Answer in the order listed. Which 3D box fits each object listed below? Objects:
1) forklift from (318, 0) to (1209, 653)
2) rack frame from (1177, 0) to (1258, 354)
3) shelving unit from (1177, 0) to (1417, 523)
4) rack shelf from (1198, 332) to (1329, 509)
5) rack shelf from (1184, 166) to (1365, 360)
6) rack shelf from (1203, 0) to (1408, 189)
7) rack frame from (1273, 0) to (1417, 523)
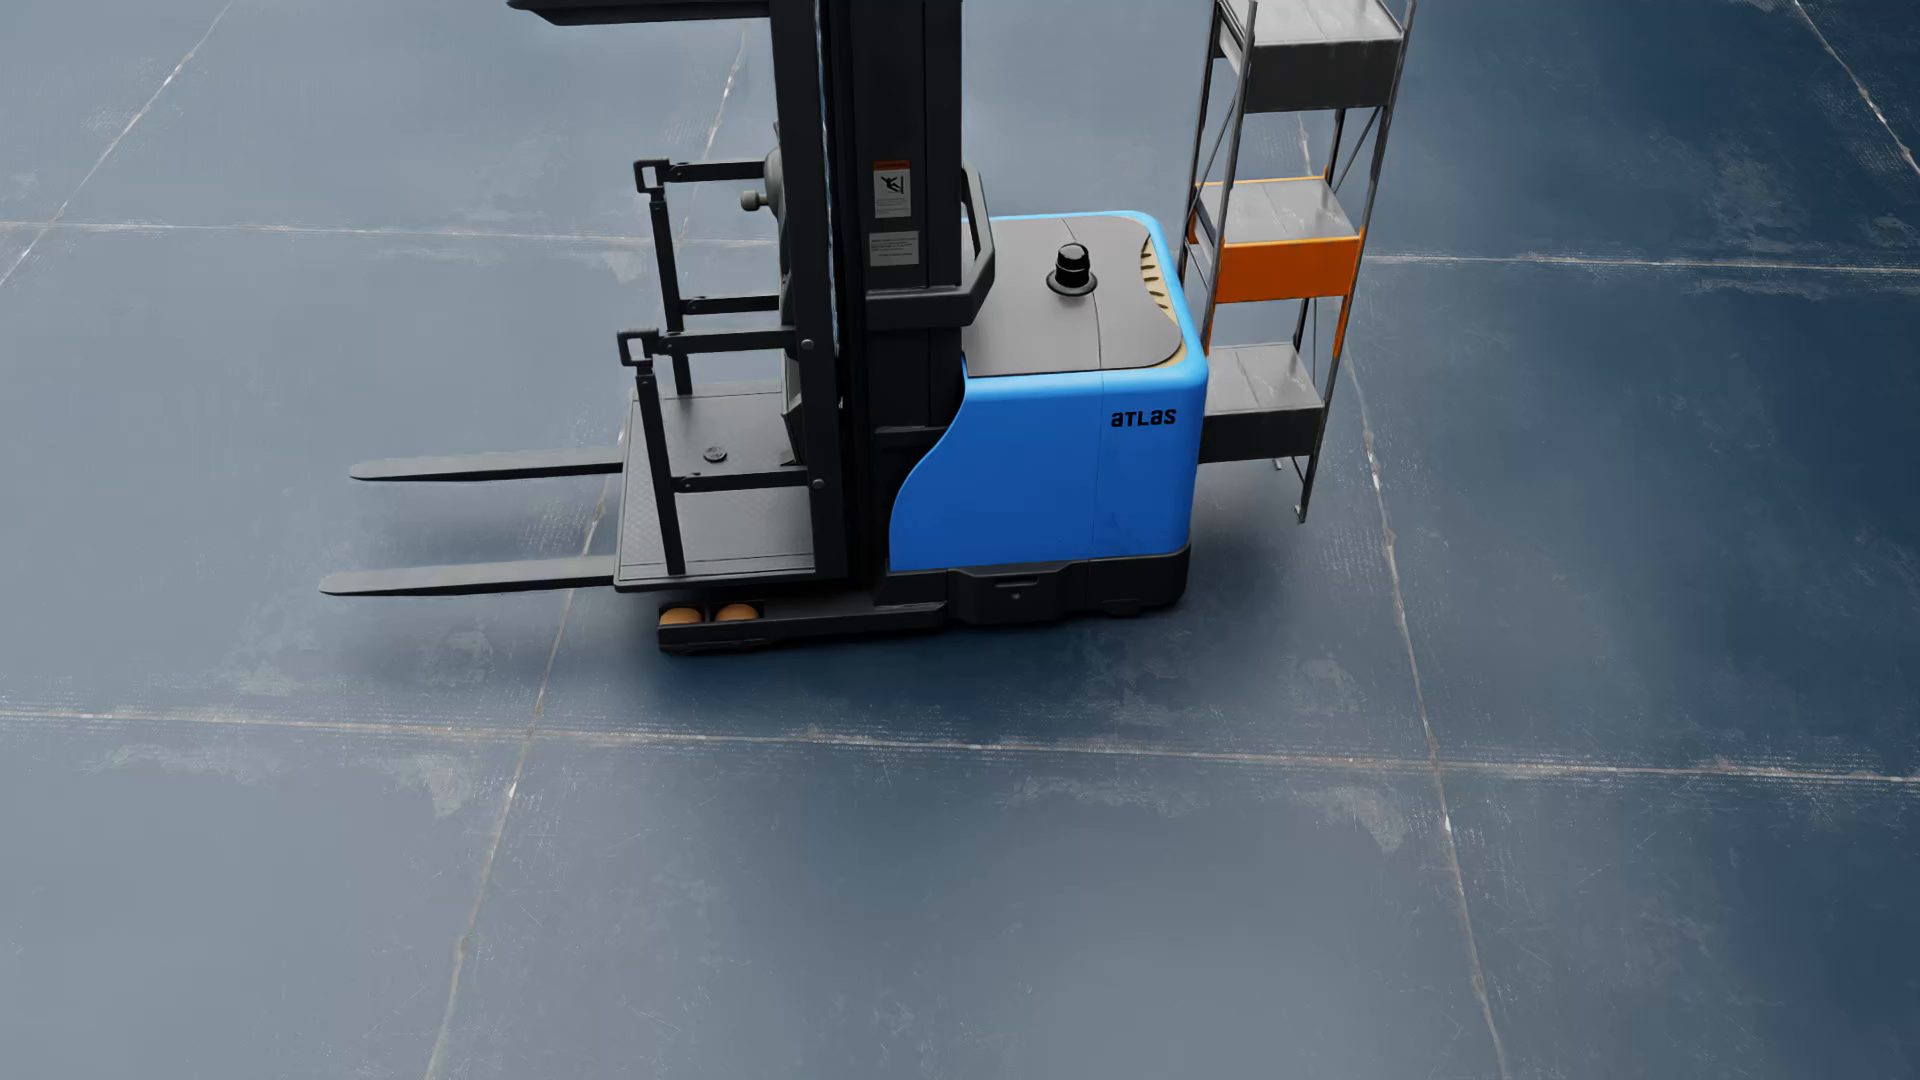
[{"bbox_3d":[-0.737,-1.055,5.232,3.031,2.935,1.130,-4,43,-4],"label":"forklift"},{"bbox_3d":[0.813,-0.932,5.695,0.015,2.100,0.400,-5,43,-7],"label":"rack frame"},{"bbox_3d":[1.054,-0.952,5.724,0.503,2.100,0.431,-5,43,-7],"label":"shelving unit"},{"bbox_3d":[1.040,-0.428,6.207,0.480,0.518,0.431,-5,43,-7],"label":"rack shelf"},{"bbox_3d":[1.054,-0.942,5.733,0.480,0.518,0.431,-5,43,-7],"label":"rack shelf"},{"bbox_3d":[1.068,-1.457,5.259,0.480,0.518,0.431,-5,43,-7],"label":"rack shelf"},{"bbox_3d":[1.296,-0.972,5.752,0.015,2.100,0.400,-5,43,-7],"label":"rack frame"}]
